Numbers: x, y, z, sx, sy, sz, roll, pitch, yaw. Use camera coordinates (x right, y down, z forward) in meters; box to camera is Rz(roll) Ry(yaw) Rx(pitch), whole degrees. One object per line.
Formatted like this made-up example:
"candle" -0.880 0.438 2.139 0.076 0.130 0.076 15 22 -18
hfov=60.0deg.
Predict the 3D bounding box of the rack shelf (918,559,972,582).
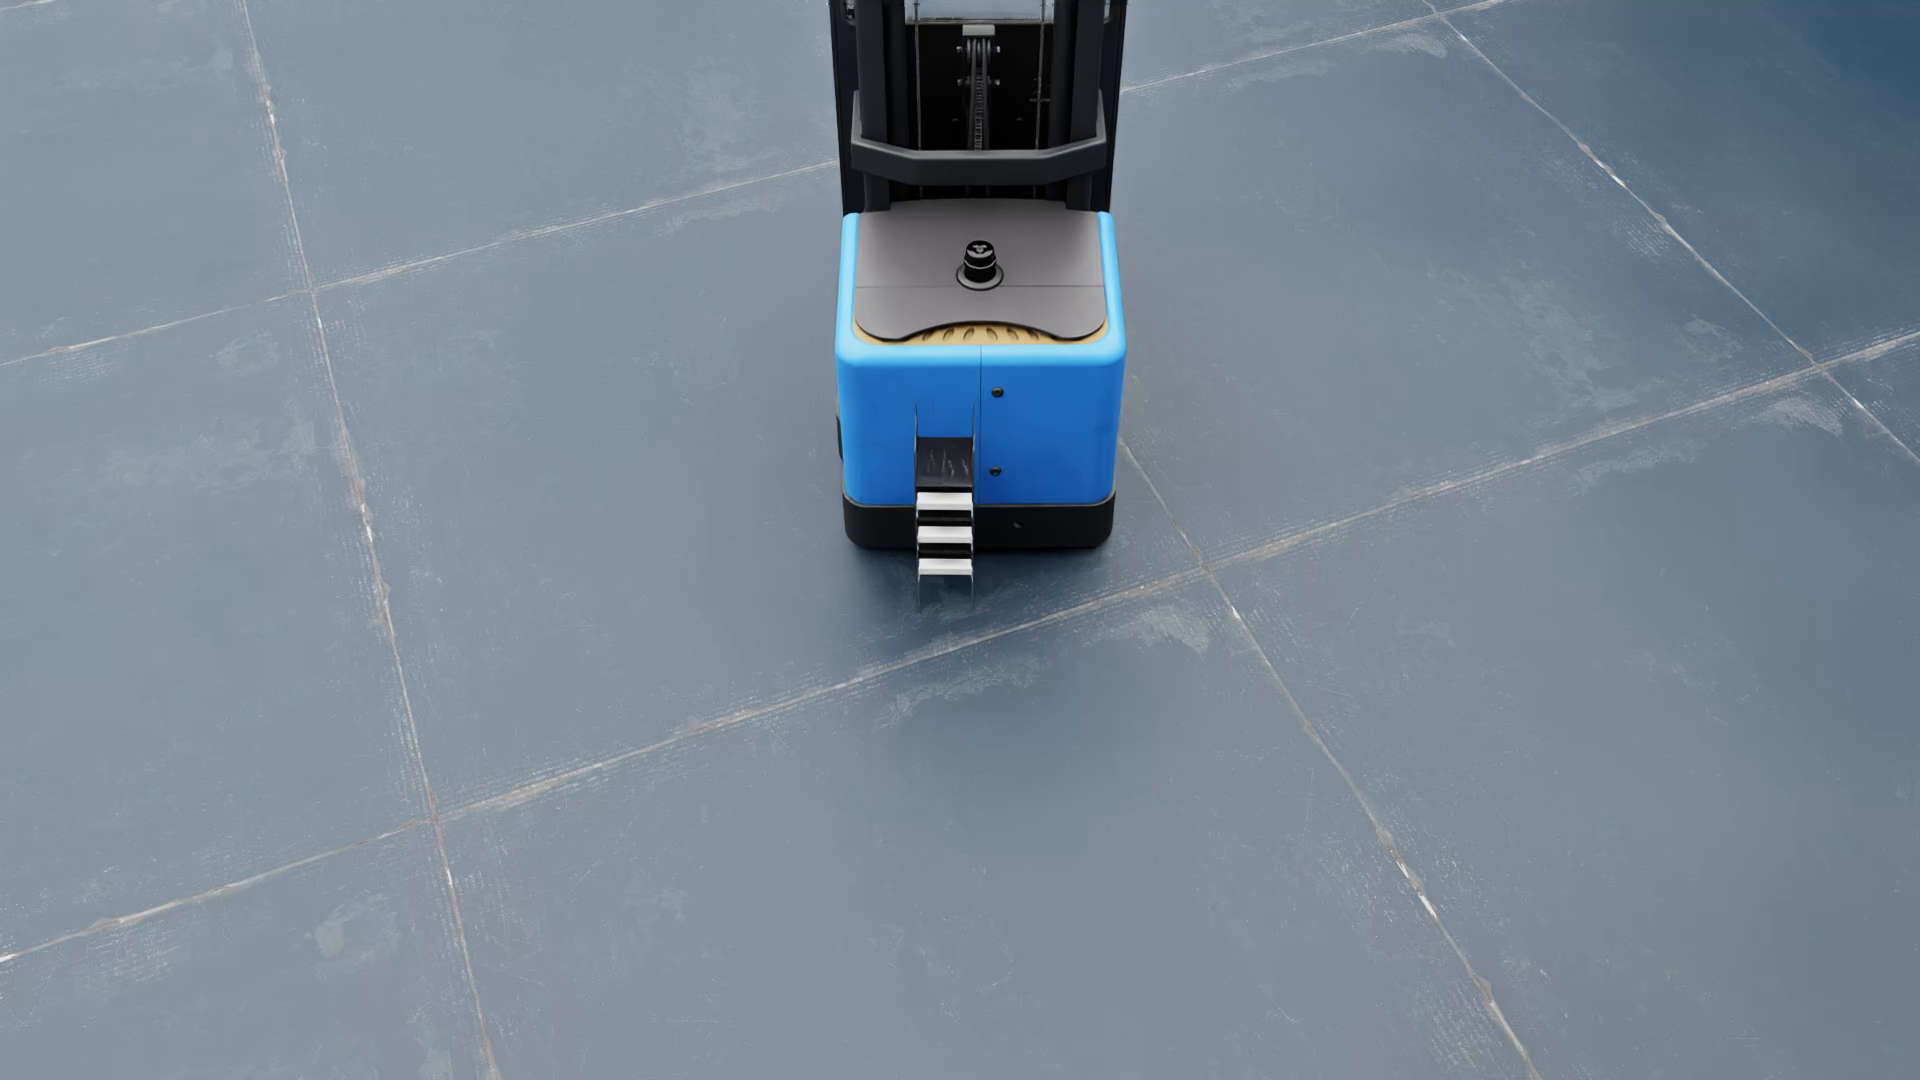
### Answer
"rack shelf" -0.054 0.037 6.247 0.200 0.077 0.258 0 49 0

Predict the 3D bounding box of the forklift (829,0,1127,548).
"forklift" 0.063 -2.027 6.400 1.130 2.935 3.031 0 49 0

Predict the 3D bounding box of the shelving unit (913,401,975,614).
"shelving unit" -0.054 -0.102 6.085 0.210 0.900 0.258 0 49 0

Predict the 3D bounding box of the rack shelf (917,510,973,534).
"rack shelf" -0.054 -0.139 6.042 0.200 0.077 0.258 0 49 0

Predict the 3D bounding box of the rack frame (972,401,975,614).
"rack frame" 0.048 -0.102 6.085 0.006 0.900 0.240 0 49 0

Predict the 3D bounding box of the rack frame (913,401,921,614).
"rack frame" -0.155 -0.103 6.086 0.006 0.900 0.240 0 49 0

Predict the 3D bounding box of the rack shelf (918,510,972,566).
"rack shelf" -0.054 -0.022 6.179 0.200 0.077 0.258 0 49 0

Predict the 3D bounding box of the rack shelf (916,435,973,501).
"rack shelf" -0.054 -0.256 5.906 0.200 0.077 0.258 0 49 0

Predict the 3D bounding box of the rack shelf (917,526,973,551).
"rack shelf" -0.054 -0.081 6.111 0.200 0.077 0.258 0 49 0

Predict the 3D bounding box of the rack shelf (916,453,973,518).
"rack shelf" -0.054 -0.198 5.974 0.200 0.077 0.258 0 49 0
